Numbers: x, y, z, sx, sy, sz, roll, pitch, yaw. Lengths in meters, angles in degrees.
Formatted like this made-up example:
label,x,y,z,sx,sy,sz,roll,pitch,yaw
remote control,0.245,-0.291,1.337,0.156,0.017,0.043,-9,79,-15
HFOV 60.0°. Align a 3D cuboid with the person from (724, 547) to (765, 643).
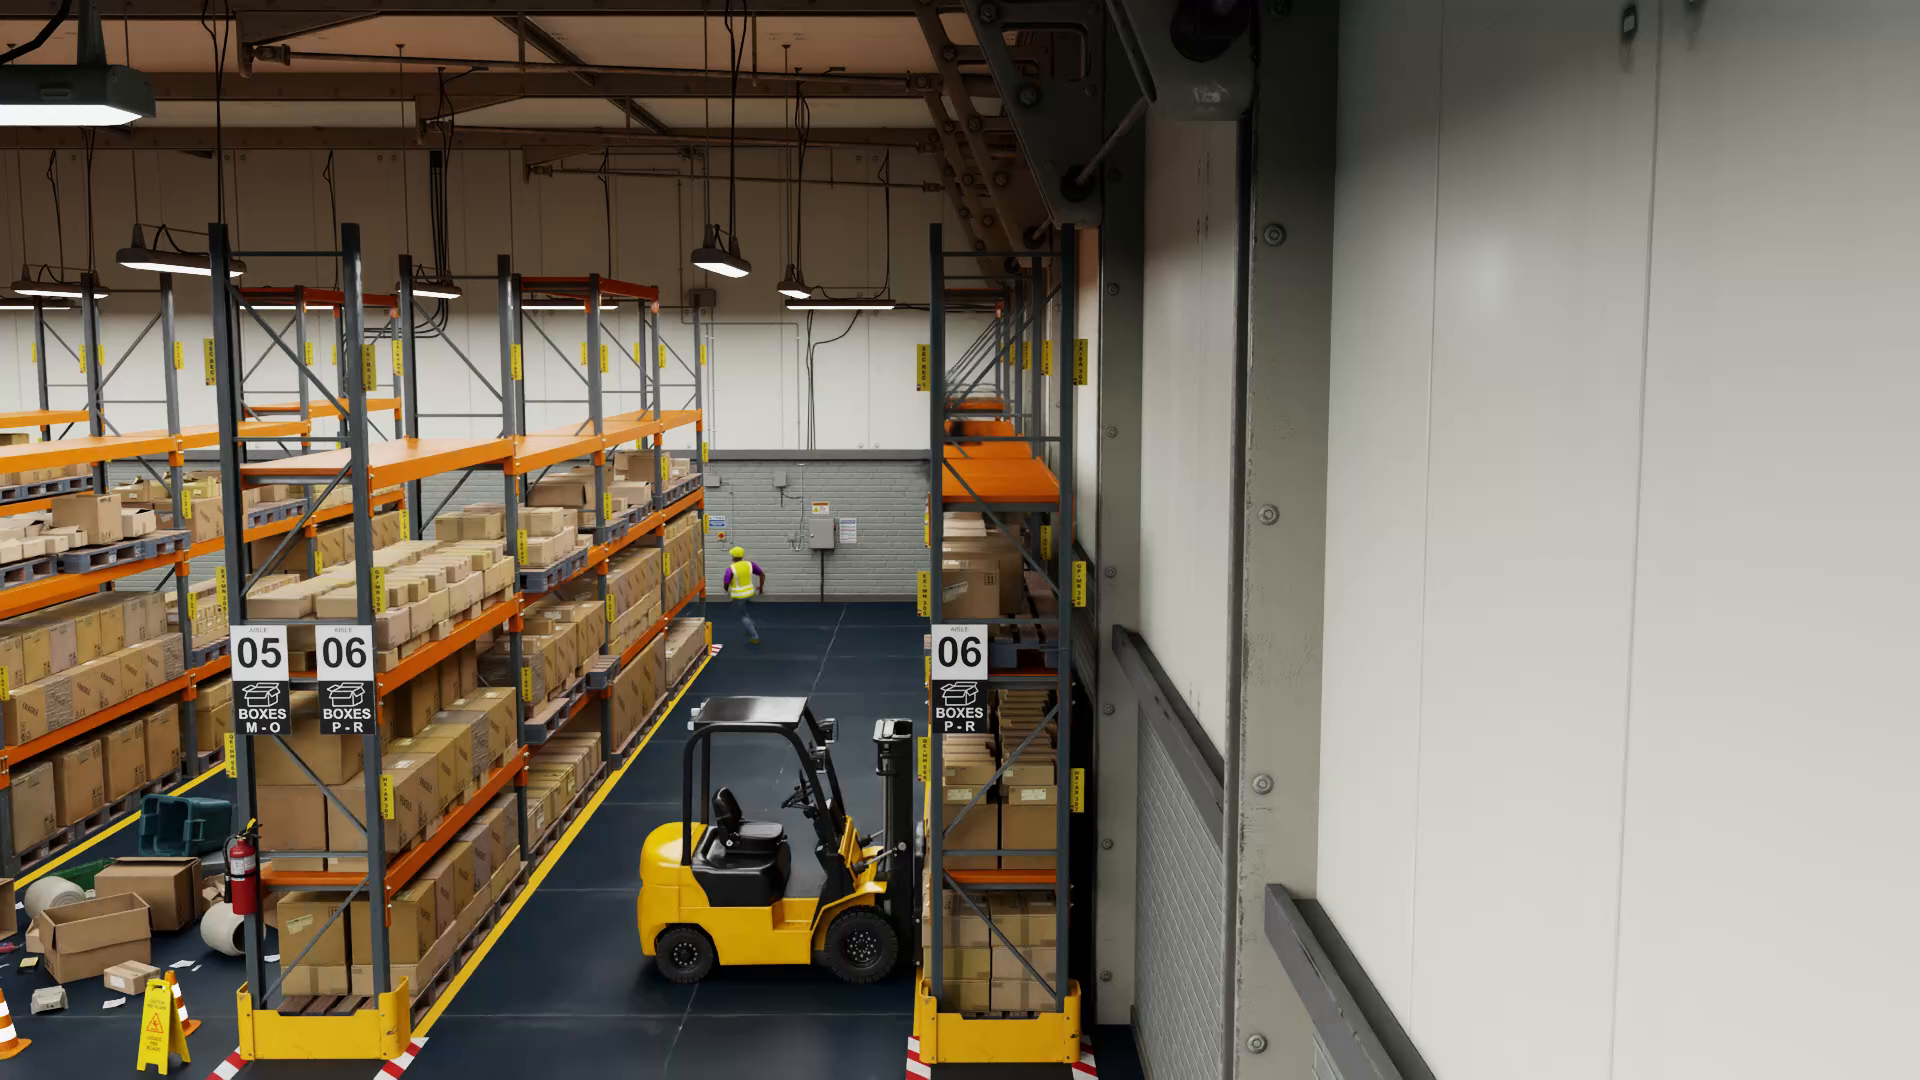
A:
label,x,y,z,sx,sy,sz,roll,pitch,yaw
person,-3.817,0.941,28.839,0.651,1.697,0.722,6,9,42
